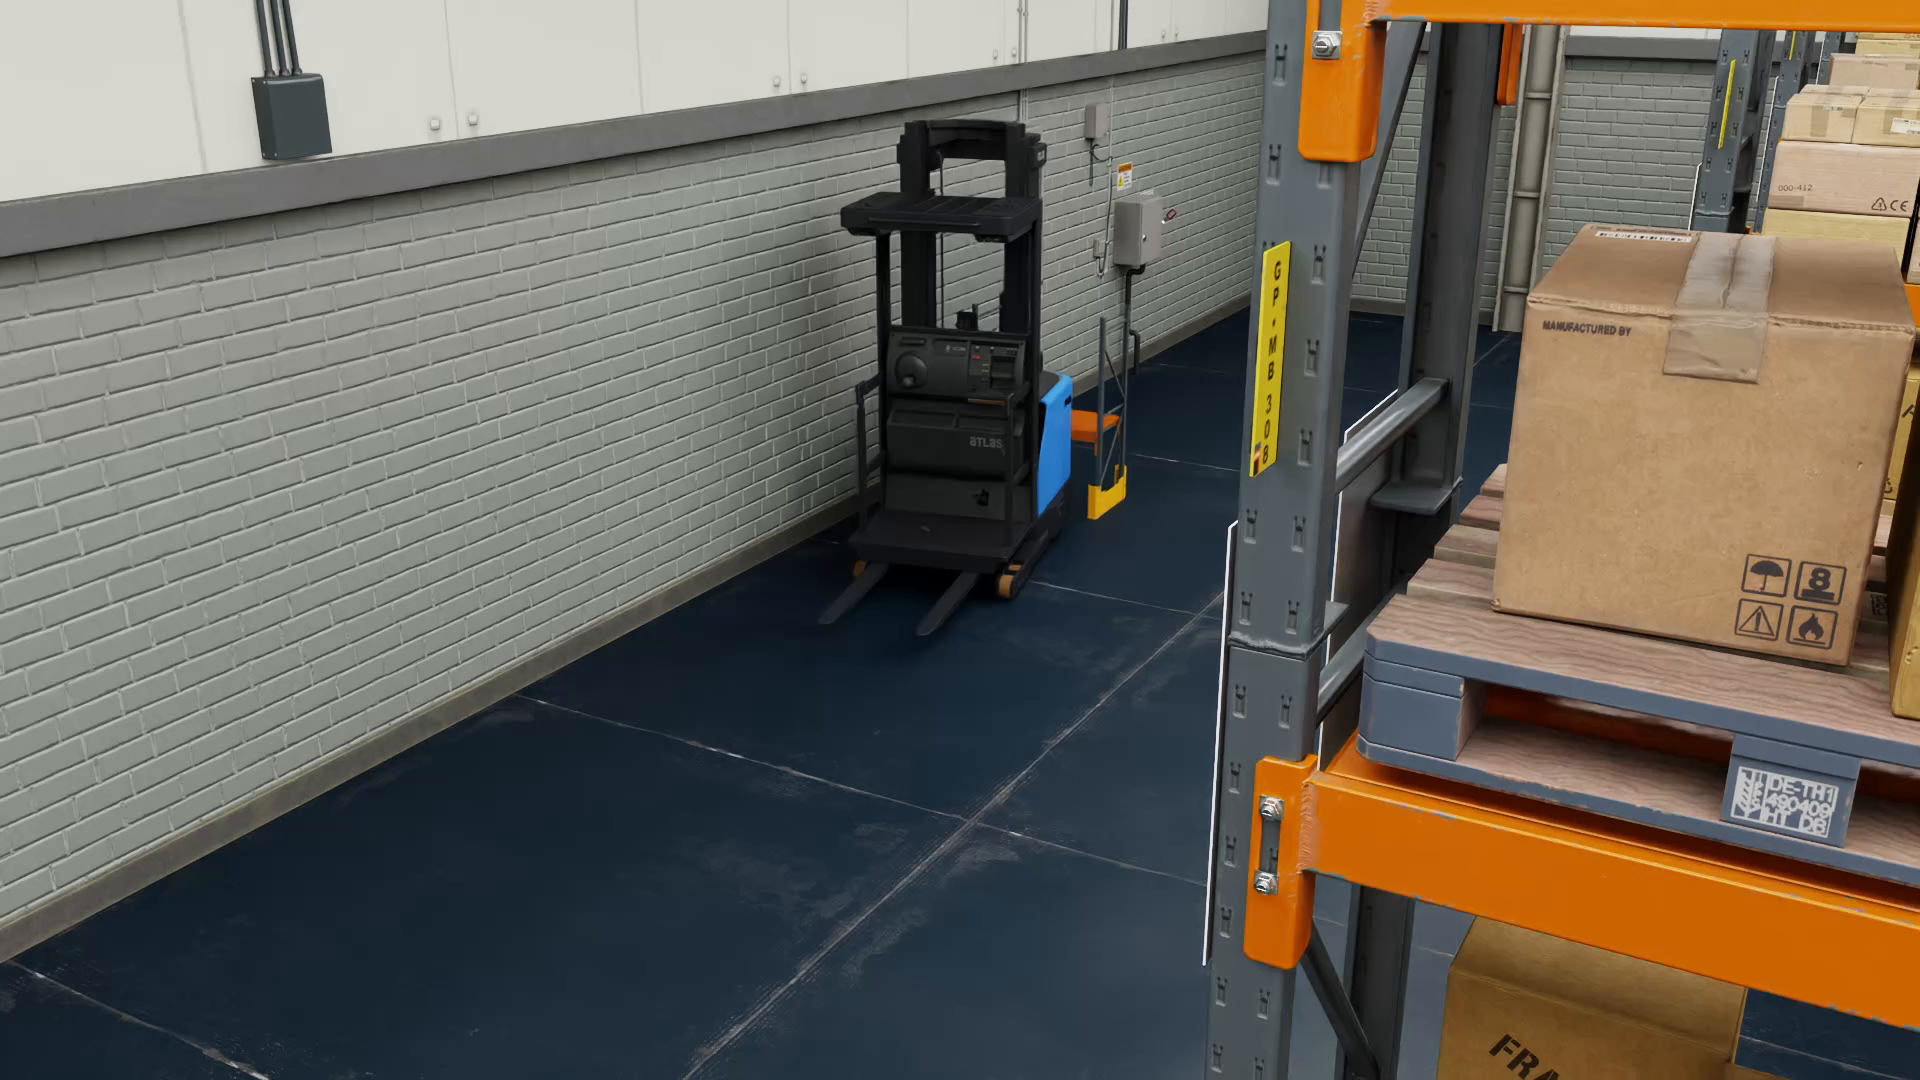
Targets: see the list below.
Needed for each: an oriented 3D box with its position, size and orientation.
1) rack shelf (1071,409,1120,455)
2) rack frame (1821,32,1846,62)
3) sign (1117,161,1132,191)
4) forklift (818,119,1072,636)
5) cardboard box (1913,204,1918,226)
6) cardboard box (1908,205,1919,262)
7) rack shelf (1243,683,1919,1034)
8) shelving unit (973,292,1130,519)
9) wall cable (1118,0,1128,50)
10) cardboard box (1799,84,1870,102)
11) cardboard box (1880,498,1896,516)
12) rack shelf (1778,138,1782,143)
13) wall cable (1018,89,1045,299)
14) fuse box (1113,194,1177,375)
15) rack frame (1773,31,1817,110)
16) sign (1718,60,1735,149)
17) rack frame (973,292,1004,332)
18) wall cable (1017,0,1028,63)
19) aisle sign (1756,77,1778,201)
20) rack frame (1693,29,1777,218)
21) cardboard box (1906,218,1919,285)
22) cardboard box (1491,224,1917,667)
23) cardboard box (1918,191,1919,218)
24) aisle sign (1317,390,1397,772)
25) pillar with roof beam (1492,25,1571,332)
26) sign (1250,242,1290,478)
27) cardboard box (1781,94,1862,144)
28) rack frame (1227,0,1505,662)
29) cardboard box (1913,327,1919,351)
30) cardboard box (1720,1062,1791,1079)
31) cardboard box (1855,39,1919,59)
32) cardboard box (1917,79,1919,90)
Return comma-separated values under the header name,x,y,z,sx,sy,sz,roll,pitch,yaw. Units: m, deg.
name,x,y,z,sx,sy,sz,roll,pitch,yaw
rack shelf,0.672,-0.860,12.563,1.000,0.185,0.538,10,22,25
rack frame,7.969,-5.811,14.689,0.127,3.000,1.000,11,23,27
sign,1.562,-3.451,15.769,0.001,0.242,0.339,11,23,27
forklift,-0.088,-1.139,10.708,1.130,2.935,3.031,6,21,16
cardboard box,6.161,-2.094,10.674,0.250,0.149,0.380,12,23,29
cardboard box,4.201,-1.282,6.823,0.500,0.250,0.500,11,23,27
rack shelf,2.465,0.698,2.198,4.000,0.370,1.077,11,23,27
shelving unit,0.664,-1.030,12.506,1.083,1.500,0.587,10,22,25
wall cable,2.209,-6.259,15.869,0.133,3.039,2.988,11,23,27
cardboard box,3.660,-1.817,6.978,0.250,0.149,0.380,11,22,27
cardboard box,3.963,0.029,6.803,0.500,0.500,0.500,11,23,27
rack shelf,7.298,-2.252,10.331,4.000,0.370,1.077,11,23,27
wall cable,0.618,-2.936,14.024,0.123,1.953,0.585,11,23,27
fuse box,1.770,-2.439,16.080,0.414,1.711,0.539,11,23,27
rack frame,5.552,-4.333,10.614,0.127,3.000,1.000,11,23,27
sign,2.962,-1.682,6.422,0.005,0.325,0.100,11,23,27
rack frame,0.220,-1.108,12.720,0.032,1.500,0.500,10,22,25
wall cable,0.449,-5.195,12.990,0.029,3.000,0.463,11,23,27
aisle sign,5.348,-2.661,10.988,0.004,0.787,0.394,11,23,27
rack frame,3.226,-2.843,6.505,0.127,3.000,1.000,11,23,27
cardboard box,3.951,-1.122,6.381,0.500,0.250,0.500,12,23,29
cardboard box,1.199,-0.194,2.692,0.500,0.500,0.700,9,22,24
cardboard box,3.939,-1.360,6.304,0.500,0.250,0.500,10,22,27
aisle sign,0.802,0.114,3.340,0.004,0.787,0.394,11,23,27
pillar with roof beam,3.956,-5.246,13.132,0.400,9.000,9.100,11,23,27
sign,0.443,-0.257,2.377,0.005,0.325,0.100,11,23,27
cardboard box,3.398,-1.663,6.553,0.250,0.149,0.380,11,22,27
rack frame,0.719,-1.383,2.481,0.127,3.000,1.000,11,23,27
cardboard box,4.189,-0.593,7.052,0.500,0.500,0.500,10,22,25
cardboard box,1.443,1.259,2.680,0.500,0.500,0.500,10,22,26
cardboard box,8.223,-4.315,14.748,0.500,0.250,0.500,11,22,27
cardboard box,6.394,-2.955,10.820,0.250,0.149,0.380,9,22,23
